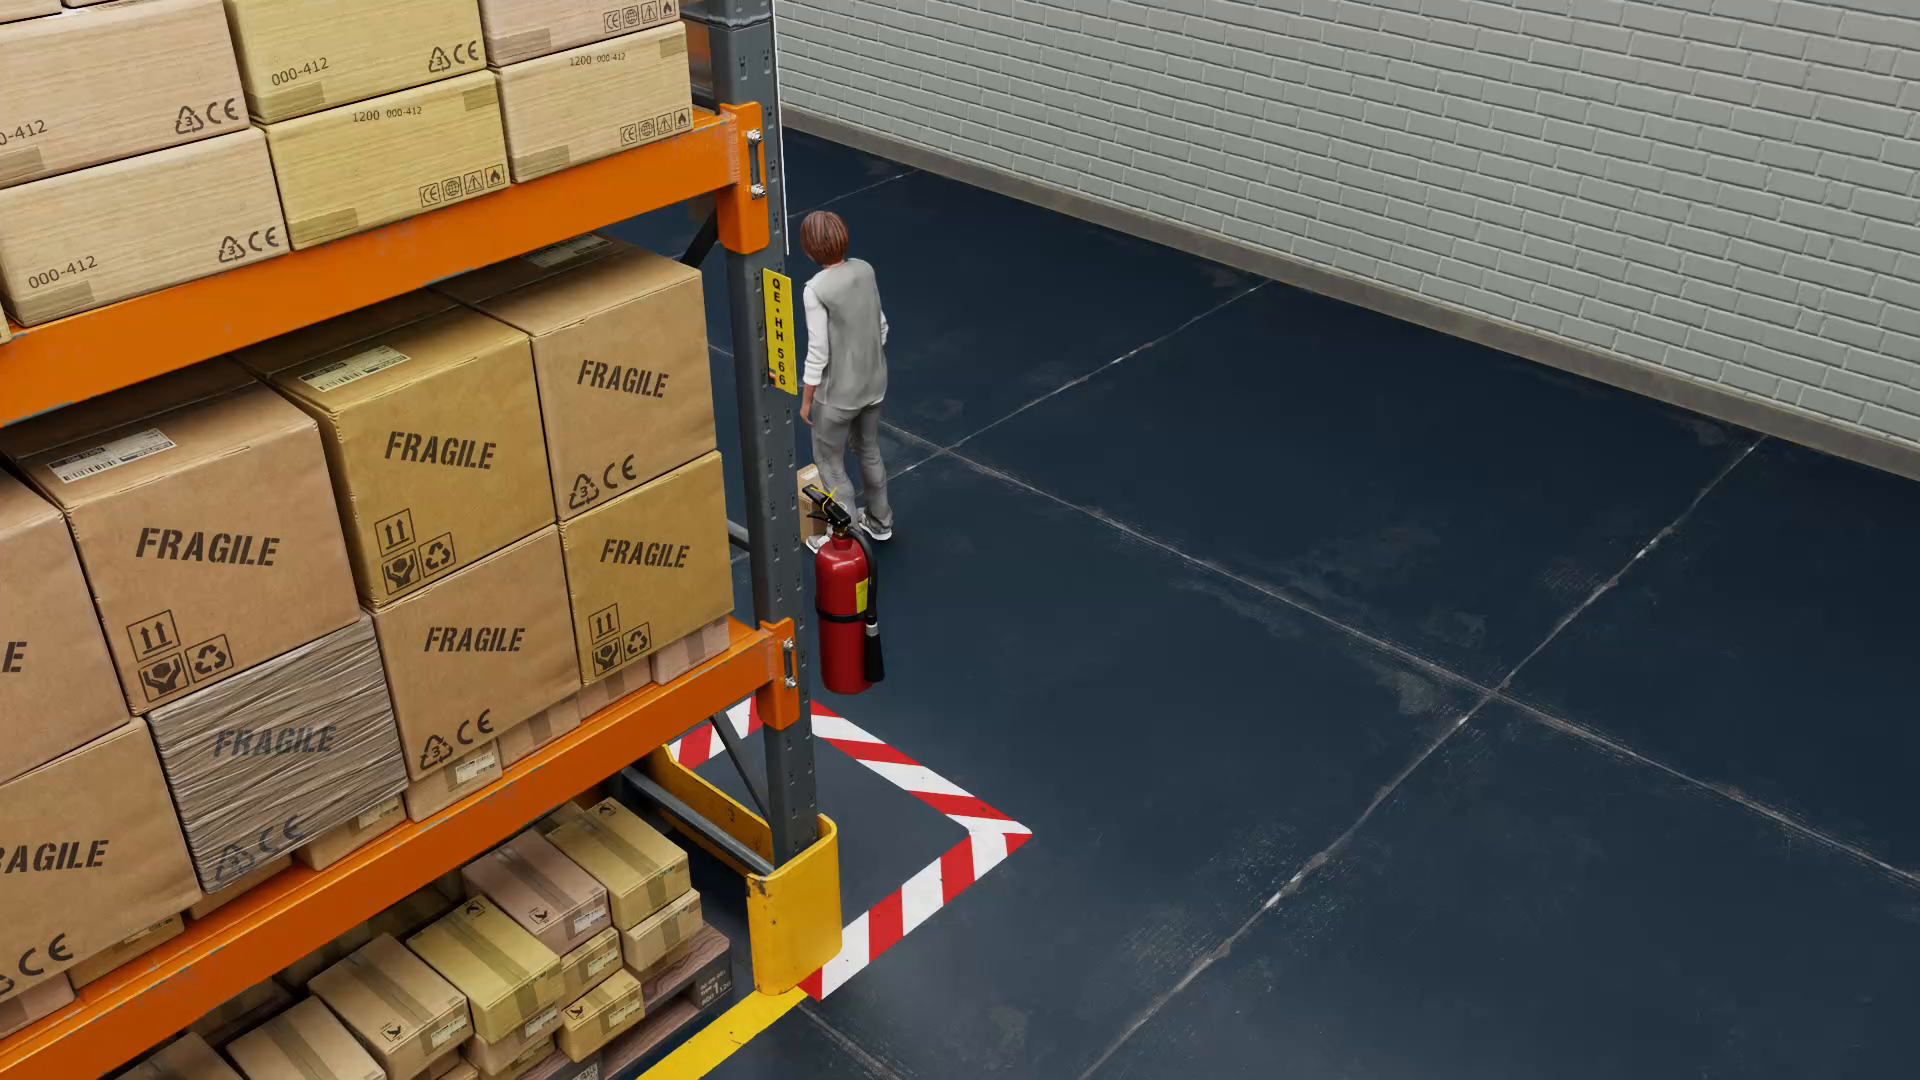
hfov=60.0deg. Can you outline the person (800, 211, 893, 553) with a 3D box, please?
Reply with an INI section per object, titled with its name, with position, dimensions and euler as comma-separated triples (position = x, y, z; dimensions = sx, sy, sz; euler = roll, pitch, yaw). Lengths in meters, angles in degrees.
[person]
position = -0.499, -0.649, 7.196
dimensions = 0.350, 1.592, 0.473
euler = 25, 39, 34
